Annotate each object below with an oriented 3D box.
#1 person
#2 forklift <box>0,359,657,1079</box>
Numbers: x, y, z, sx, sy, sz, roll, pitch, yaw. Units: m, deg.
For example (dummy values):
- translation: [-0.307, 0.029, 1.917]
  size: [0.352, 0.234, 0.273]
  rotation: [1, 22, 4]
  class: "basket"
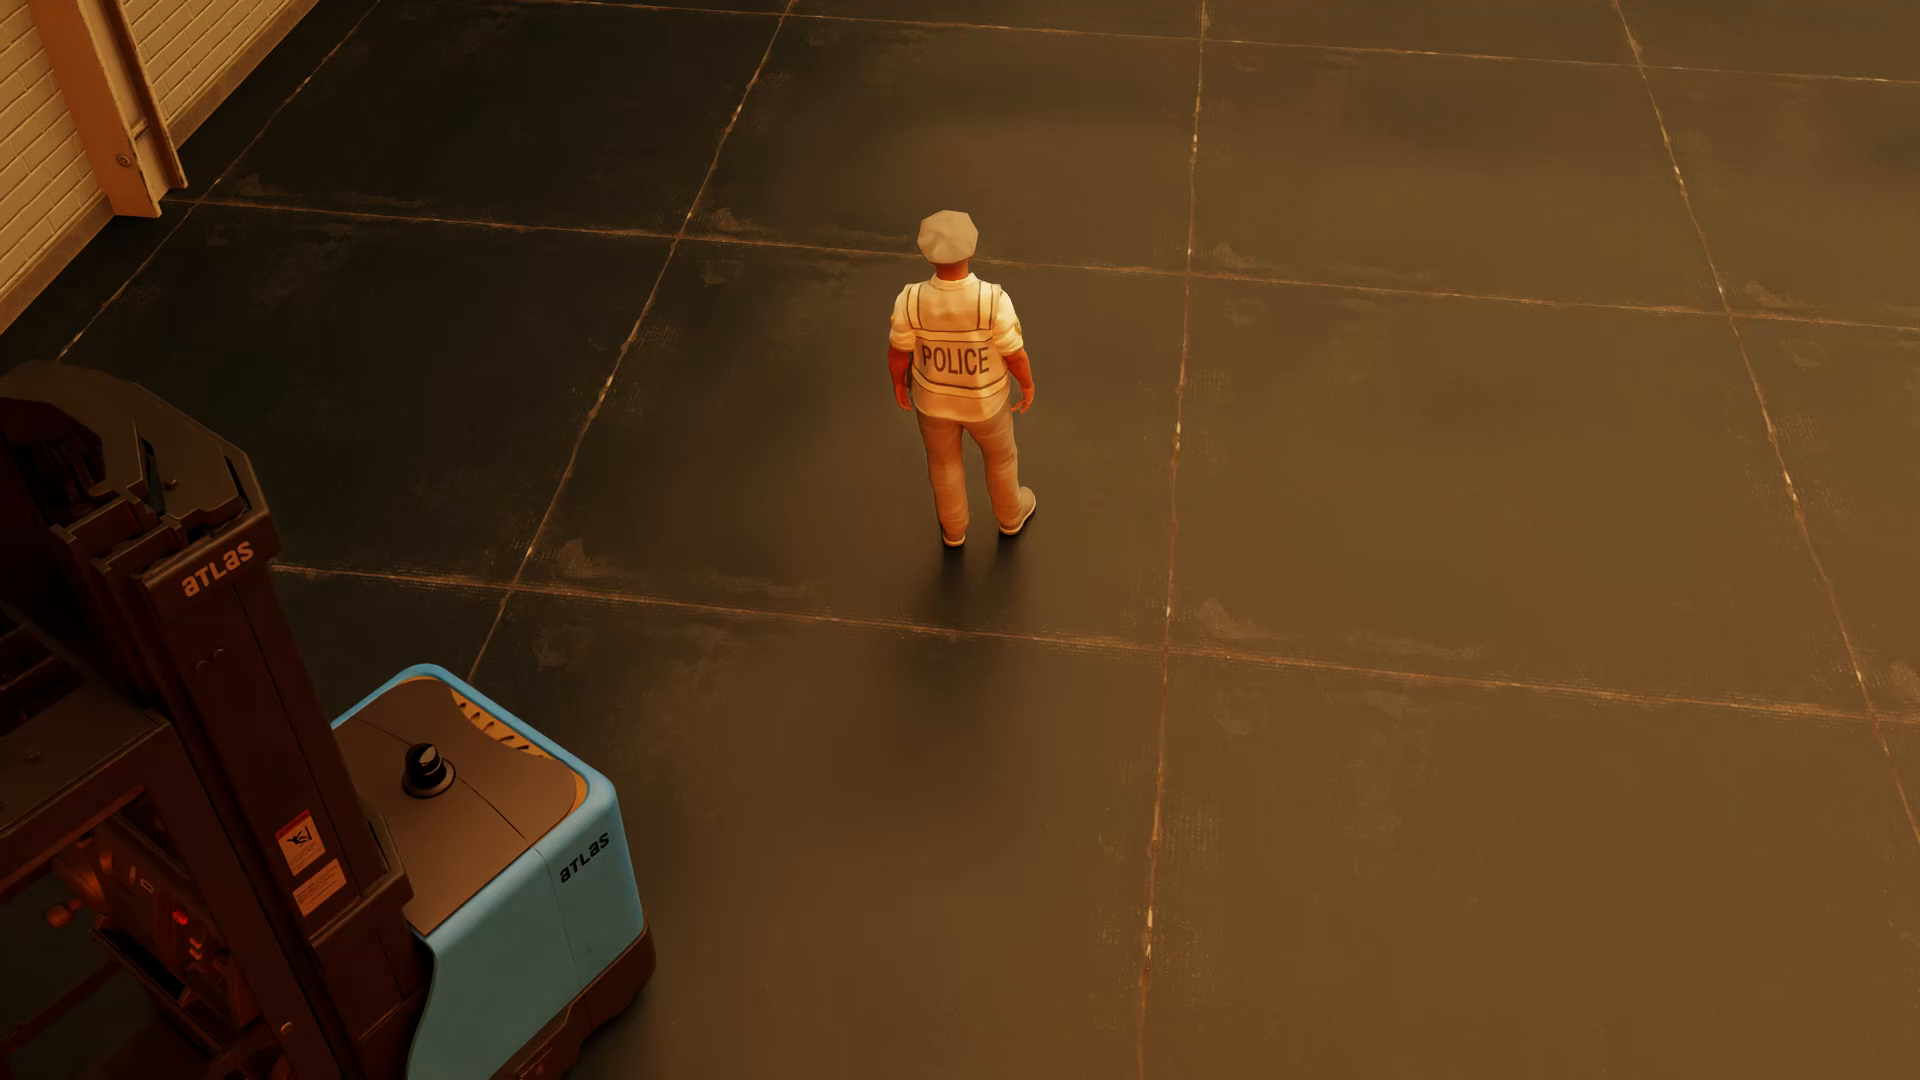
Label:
- translation: [0.022, -0.713, 7.339]
  size: [0.641, 1.780, 0.574]
  rotation: [5, 43, 6]
  class: "person"
- translation: [-2.403, 1.112, 4.514]
  size: [1.130, 2.935, 3.031]
  rotation: [27, 49, 26]
  class: "forklift"
